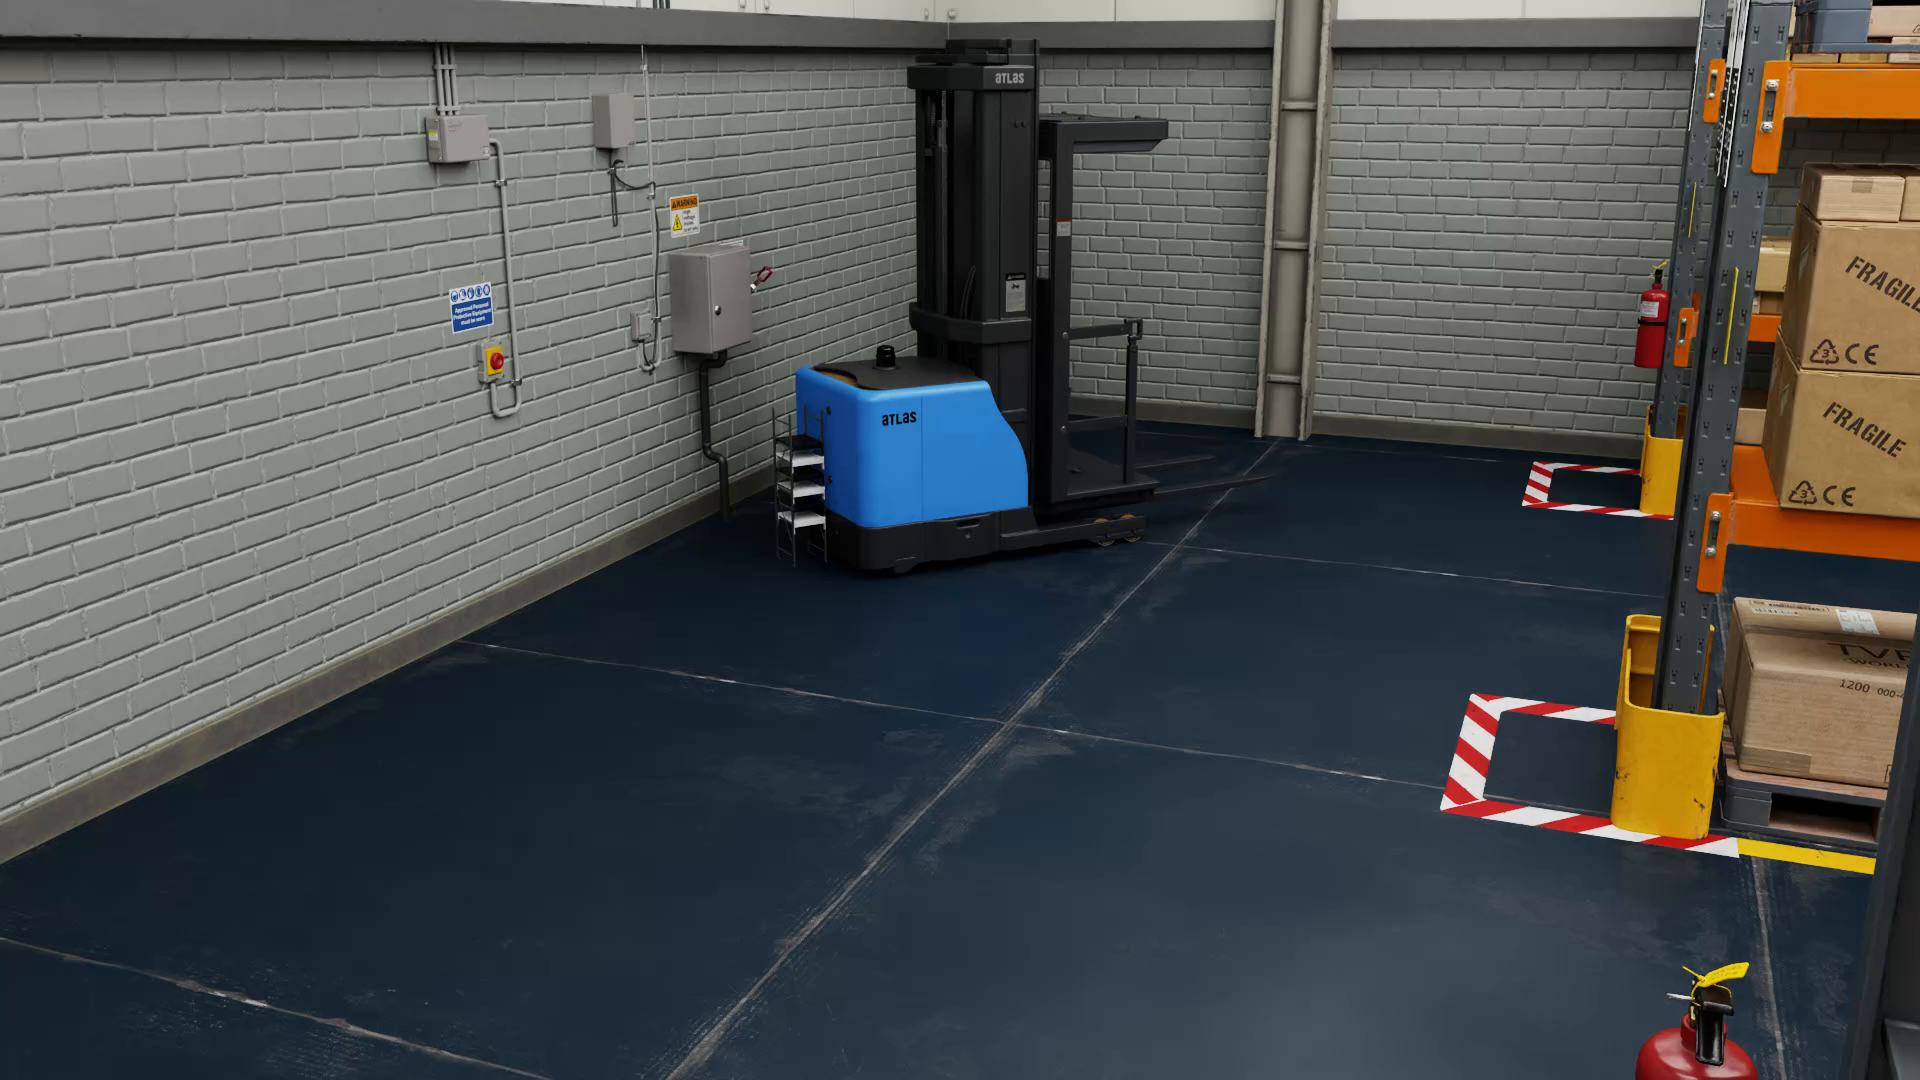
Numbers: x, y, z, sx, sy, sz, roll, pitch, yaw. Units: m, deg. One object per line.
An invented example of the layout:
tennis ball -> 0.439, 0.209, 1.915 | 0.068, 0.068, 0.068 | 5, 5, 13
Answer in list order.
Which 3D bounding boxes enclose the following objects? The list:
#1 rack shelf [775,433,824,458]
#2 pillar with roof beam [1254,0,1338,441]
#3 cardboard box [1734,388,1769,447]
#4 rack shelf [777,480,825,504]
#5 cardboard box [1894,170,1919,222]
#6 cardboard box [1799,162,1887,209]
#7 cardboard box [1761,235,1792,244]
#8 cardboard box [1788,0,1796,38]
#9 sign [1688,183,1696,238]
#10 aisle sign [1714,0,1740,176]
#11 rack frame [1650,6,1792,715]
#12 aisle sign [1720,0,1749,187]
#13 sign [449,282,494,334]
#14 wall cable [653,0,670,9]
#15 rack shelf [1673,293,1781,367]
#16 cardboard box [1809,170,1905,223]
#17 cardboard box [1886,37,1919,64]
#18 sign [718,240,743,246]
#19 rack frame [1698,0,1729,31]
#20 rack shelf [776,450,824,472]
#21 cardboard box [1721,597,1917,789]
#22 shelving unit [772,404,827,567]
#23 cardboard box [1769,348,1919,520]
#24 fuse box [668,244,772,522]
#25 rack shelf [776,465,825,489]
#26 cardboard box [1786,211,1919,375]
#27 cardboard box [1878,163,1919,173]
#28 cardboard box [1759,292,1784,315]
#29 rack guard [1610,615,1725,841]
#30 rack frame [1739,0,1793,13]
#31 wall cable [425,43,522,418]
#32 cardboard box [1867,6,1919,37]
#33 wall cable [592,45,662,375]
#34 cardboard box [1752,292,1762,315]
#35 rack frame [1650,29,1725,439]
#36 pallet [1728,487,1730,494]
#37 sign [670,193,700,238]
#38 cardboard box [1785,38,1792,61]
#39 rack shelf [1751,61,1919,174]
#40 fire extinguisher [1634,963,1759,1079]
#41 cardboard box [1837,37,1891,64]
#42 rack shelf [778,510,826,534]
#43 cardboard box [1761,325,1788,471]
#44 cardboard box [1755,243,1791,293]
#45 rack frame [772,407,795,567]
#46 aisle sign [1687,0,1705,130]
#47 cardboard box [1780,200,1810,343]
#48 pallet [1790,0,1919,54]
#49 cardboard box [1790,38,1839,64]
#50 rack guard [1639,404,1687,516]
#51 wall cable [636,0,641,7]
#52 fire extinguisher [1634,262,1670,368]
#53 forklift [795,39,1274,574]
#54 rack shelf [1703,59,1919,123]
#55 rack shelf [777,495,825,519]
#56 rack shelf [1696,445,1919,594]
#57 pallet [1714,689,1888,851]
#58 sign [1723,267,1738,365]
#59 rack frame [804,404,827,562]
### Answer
rack shelf -> -0.931, -0.545, 9.589 | 0.200, 0.077, 0.258 | -10, 19, -30
pillar with roof beam -> 0.949, -4.030, 7.915 | 0.400, 9.000, 9.100 | 6, 17, 21
cardboard box -> 5.241, -0.672, 10.831 | 0.637, 0.503, 0.797 | 6, 17, 18
rack shelf -> -0.931, -0.286, 9.664 | 0.200, 0.077, 0.258 | -10, 19, -30
cardboard box -> 3.387, -1.191, 5.761 | 0.250, 0.149, 0.380 | 7, 17, 22
cardboard box -> 3.296, -1.323, 6.215 | 0.250, 0.149, 0.380 | 7, 17, 21
cardboard box -> 5.232, -1.849, 10.896 | 0.500, 0.250, 0.500 | 7, 18, 22
cardboard box -> 5.019, -3.151, 10.003 | 0.500, 0.250, 0.500 | 6, 17, 20
sign -> 4.507, -2.031, 10.236 | 0.005, 0.325, 0.100 | 6, 17, 21
aisle sign -> 2.935, -1.804, 6.346 | 0.004, 0.787, 0.394 | 6, 17, 21
rack frame -> 2.889, -0.468, 6.406 | 0.127, 3.000, 1.000 | 6, 17, 21
aisle sign -> 2.715, -1.649, 5.810 | 0.004, 0.787, 0.394 | 6, 17, 21
sign -> -2.440, -1.162, 8.313 | 0.001, 0.218, 0.327 | 6, 17, 21
wall cable -> -1.171, -4.789, 10.464 | 0.133, 3.039, 2.988 | 6, 17, 21
rack shelf -> 6.567, -1.206, 10.237 | 4.000, 0.370, 1.077 | 6, 17, 21
cardboard box -> 3.117, -1.200, 5.790 | 0.250, 0.149, 0.380 | 7, 17, 22
cardboard box -> 5.598, -2.880, 9.784 | 0.250, 0.149, 0.380 | 7, 17, 22
sign -> -1.470, -1.672, 10.725 | 0.001, 0.494, 0.329 | 6, 17, 21
rack frame -> 4.706, -4.637, 10.005 | 0.127, 3.000, 1.000 | 6, 17, 21
rack shelf -> -0.931, -0.459, 9.614 | 0.200, 0.077, 0.258 | -10, 19, -30
cardboard box -> 3.539, 0.602, 6.562 | 0.875, 0.438, 0.875 | 6, 17, 19
shelving unit -> -0.931, -0.318, 9.655 | 0.210, 0.900, 0.258 | -10, 19, -30
cardboard box -> 3.230, -0.393, 5.967 | 0.500, 0.500, 0.500 | 6, 17, 20
fuse box -> -1.459, -0.950, 10.377 | 0.414, 1.711, 0.539 | 6, 17, 21
rack shelf -> -0.931, -0.372, 9.639 | 0.200, 0.077, 0.258 | -10, 19, -30
cardboard box -> 3.231, -0.873, 5.829 | 0.500, 0.500, 0.500 | 6, 17, 19
cardboard box -> 3.541, -1.303, 6.147 | 0.250, 0.149, 0.380 | 7, 17, 22
cardboard box -> 5.165, -1.516, 10.468 | 0.250, 0.149, 0.380 | 7, 18, 22
rack guard -> 2.866, 0.730, 6.763 | 0.348, 0.500, 1.175 | 6, 17, 21
rack frame -> 2.889, -3.349, 5.570 | 0.127, 3.000, 1.000 | 6, 17, 21
wall cable -> -2.365, -1.542, 8.226 | 0.123, 1.953, 0.585 | 6, 17, 21
cardboard box -> 5.499, -3.104, 9.842 | 0.500, 0.250, 0.500 | 7, 17, 22
wall cable -> -1.856, -1.896, 9.502 | 0.122, 1.984, 0.588 | 6, 17, 21
cardboard box -> 4.911, -1.530, 10.516 | 0.250, 0.149, 0.380 | 6, 17, 20
rack frame -> 4.706, -1.756, 10.842 | 0.127, 3.000, 1.000 | 6, 17, 21
pallet -> 5.519, -0.328, 10.924 | 1.213, 0.211, 1.003 | 6, 17, 21
sign -> -1.672, -1.972, 10.106 | 0.001, 0.242, 0.339 | 6, 17, 21
cardboard box -> 4.918, -2.983, 10.139 | 0.250, 0.149, 0.380 | 7, 17, 22
rack shelf -> 4.749, -1.359, 5.384 | 4.000, 0.370, 1.077 | 6, 17, 21
fire extinguisher -> 1.101, 0.897, 2.512 | 0.183, 0.674, 0.296 | 6, 17, 21
cardboard box -> 5.403, -2.932, 9.964 | 0.250, 0.149, 0.380 | 6, 17, 21
rack shelf -> -0.931, -0.113, 9.714 | 0.200, 0.077, 0.258 | -10, 19, -30
cardboard box -> 3.434, -0.536, 6.459 | 0.500, 0.500, 0.500 | 6, 17, 21
cardboard box -> 5.030, -1.710, 10.421 | 0.500, 0.250, 0.500 | 6, 17, 21
rack frame -> -1.018, -0.303, 9.604 | 0.006, 0.900, 0.240 | -10, 19, -30
aisle sign -> 4.535, -2.935, 10.241 | 0.004, 0.787, 0.394 | 6, 17, 21
cardboard box -> 3.424, -1.009, 6.296 | 0.500, 0.500, 0.500 | 7, 18, 22
pallet -> 3.583, -1.793, 5.748 | 1.213, 0.211, 1.003 | 6, 17, 21
cardboard box -> 5.171, -2.963, 10.070 | 0.250, 0.149, 0.380 | 7, 17, 22
rack guard -> 4.777, -0.548, 11.164 | 0.348, 0.500, 1.175 | 6, 17, 21
wall cable -> -2.228, -4.053, 7.993 | 0.029, 3.000, 2.355 | 6, 17, 21
fire extinguisher -> 4.400, -1.435, 10.544 | 0.183, 0.674, 0.296 | 6, 17, 21
forklift -> 0.552, -1.491, 10.051 | 3.031, 2.935, 1.130 | -9, 18, -27
rack shelf -> 6.567, -2.646, 9.819 | 4.000, 0.370, 1.077 | 6, 17, 21
rack shelf -> -0.931, -0.200, 9.689 | 0.200, 0.077, 0.258 | -10, 19, -30
rack shelf -> 4.749, 0.082, 5.802 | 4.000, 0.370, 1.077 | 6, 17, 21
pallet -> 3.661, 0.933, 6.583 | 1.213, 0.211, 1.003 | 6, 17, 21
sign -> 2.679, -0.779, 5.781 | 0.005, 0.325, 0.100 | 6, 17, 21
rack frame -> -0.844, -0.333, 9.706 | 0.006, 0.900, 0.240 | -10, 19, -30
